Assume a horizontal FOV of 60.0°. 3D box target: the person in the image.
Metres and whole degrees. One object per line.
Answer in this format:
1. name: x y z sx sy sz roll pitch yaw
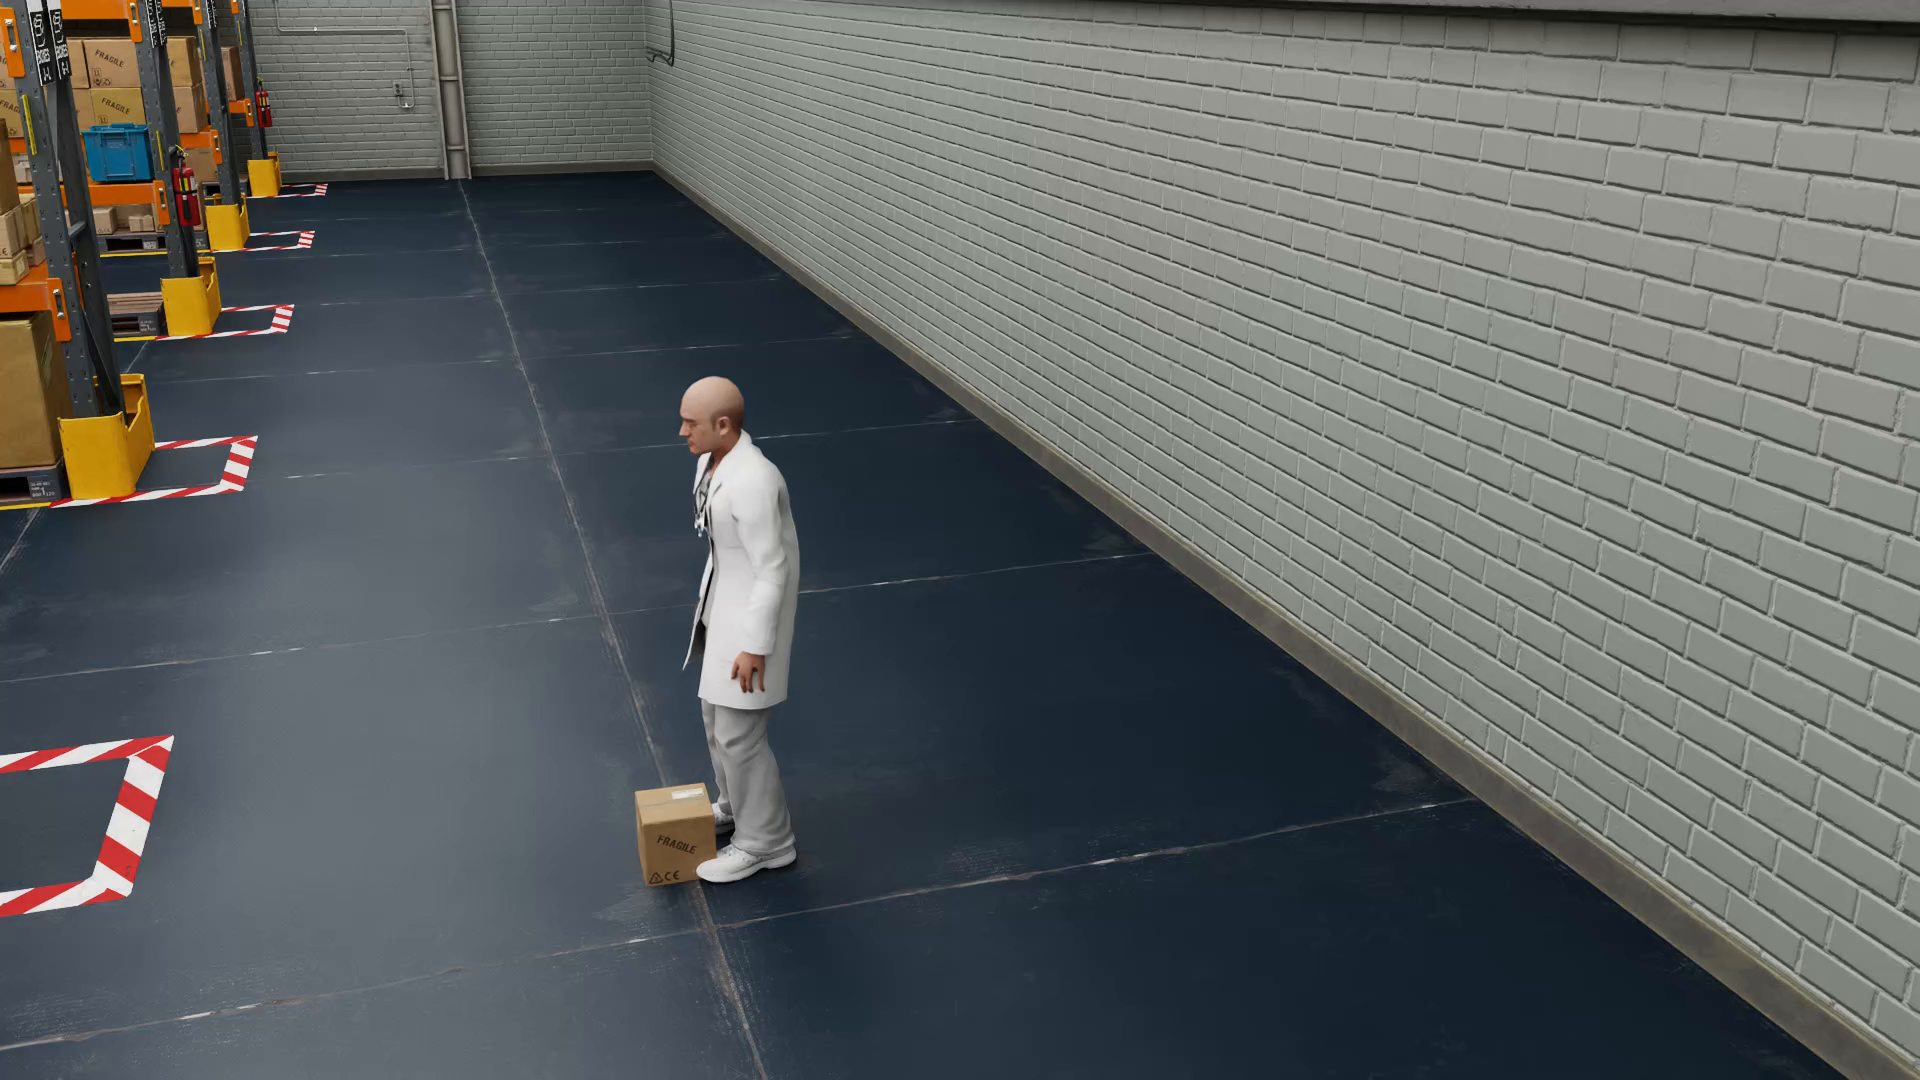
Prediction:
1. person: -0.772 0.297 5.726 0.425 1.772 0.644 -7 20 -20
